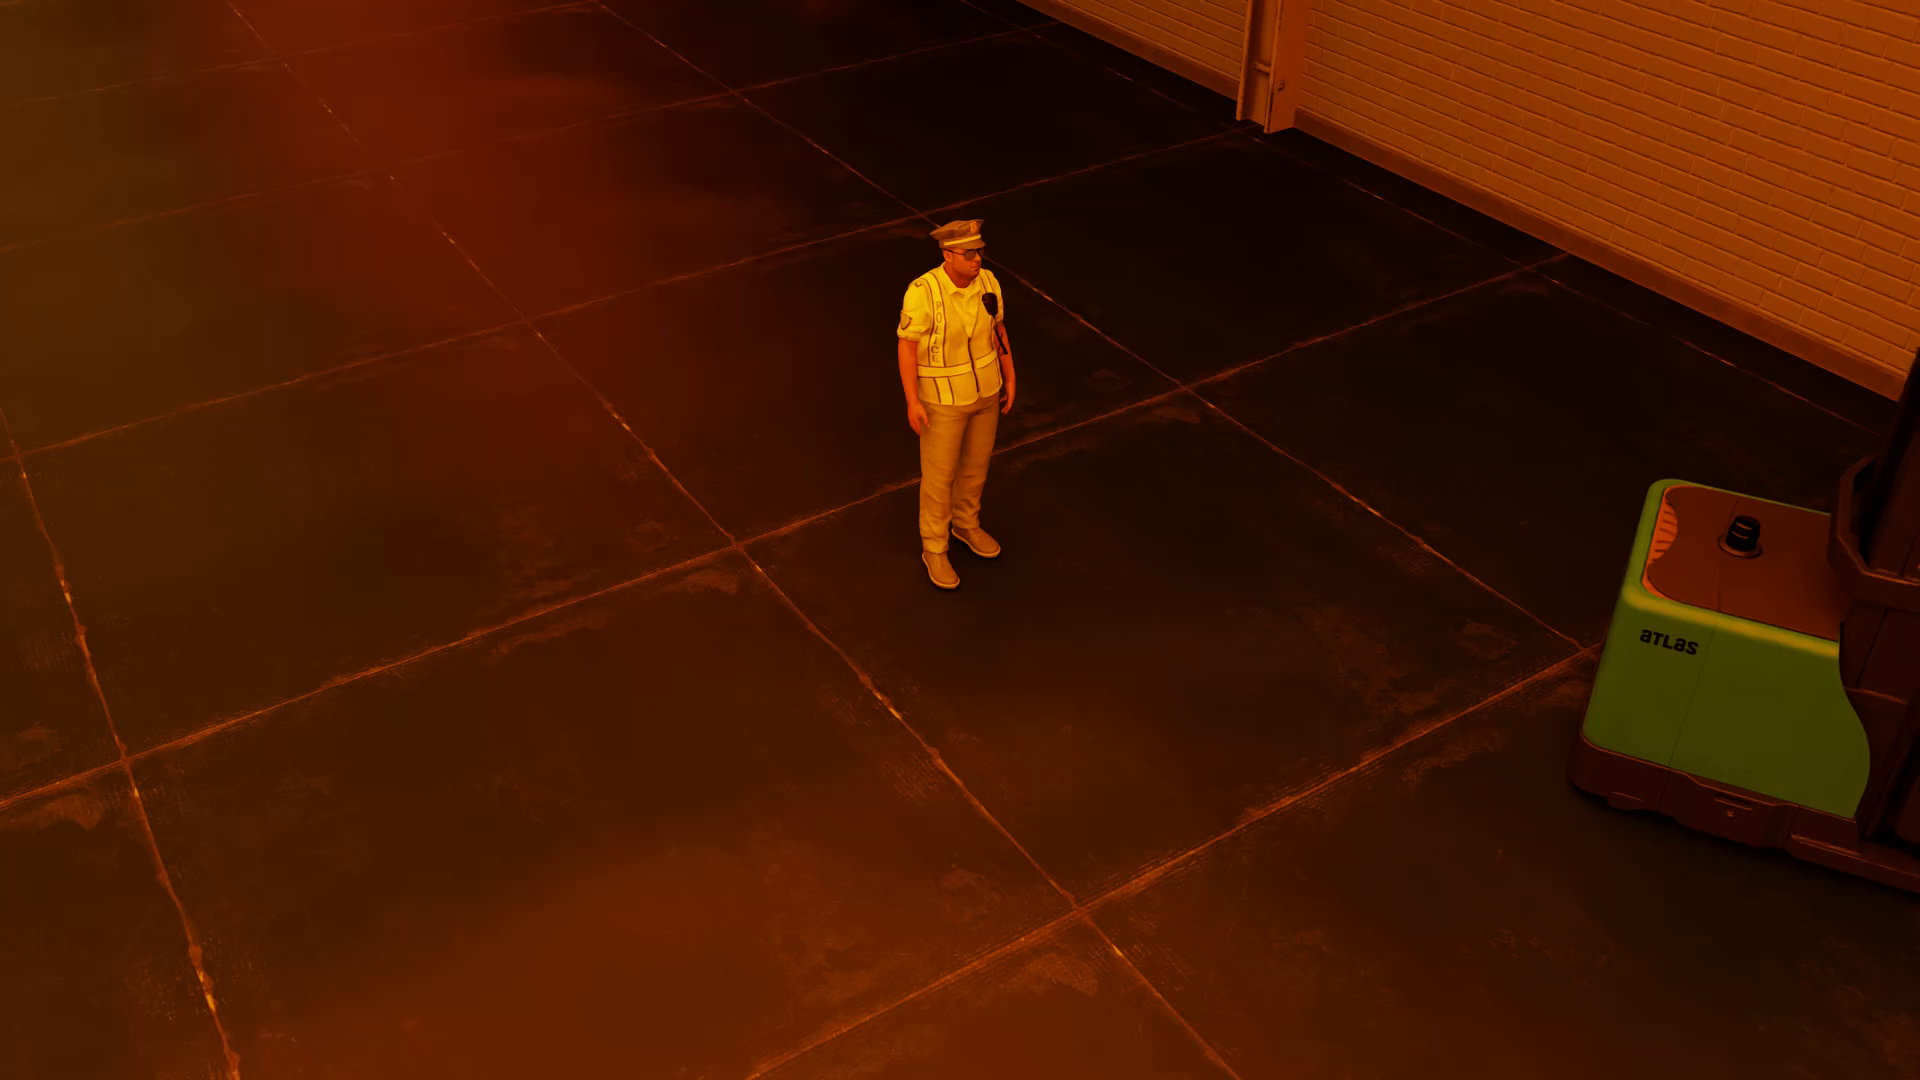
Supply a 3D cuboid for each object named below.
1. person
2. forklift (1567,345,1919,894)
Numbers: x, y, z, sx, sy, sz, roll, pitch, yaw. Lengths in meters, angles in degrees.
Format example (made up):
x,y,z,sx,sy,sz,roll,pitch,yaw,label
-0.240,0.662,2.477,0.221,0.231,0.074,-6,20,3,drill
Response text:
x,y,z,sx,sy,sz,roll,pitch,yaw,label
0.033,-0.694,8.121,0.641,1.780,0.574,-21,40,-27,person
4.163,0.011,6.132,3.031,2.935,1.130,16,38,21,forklift
